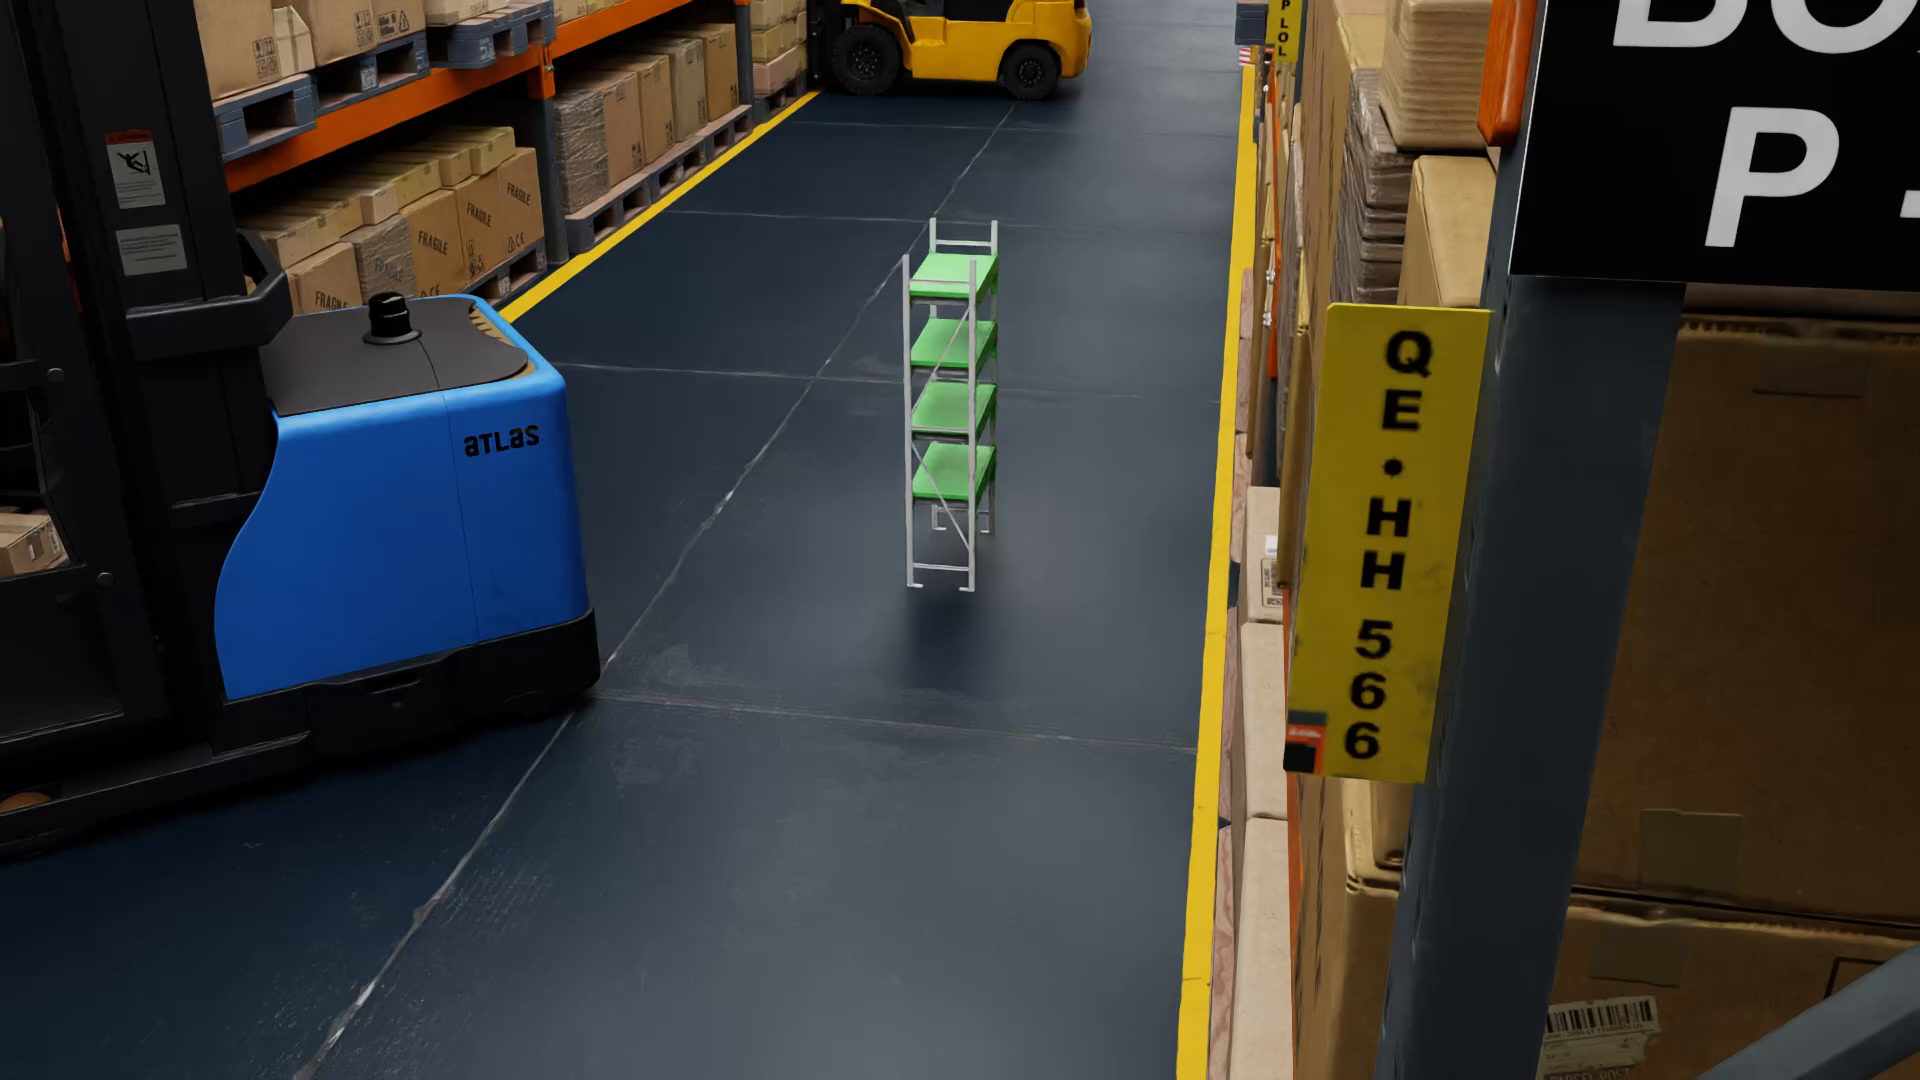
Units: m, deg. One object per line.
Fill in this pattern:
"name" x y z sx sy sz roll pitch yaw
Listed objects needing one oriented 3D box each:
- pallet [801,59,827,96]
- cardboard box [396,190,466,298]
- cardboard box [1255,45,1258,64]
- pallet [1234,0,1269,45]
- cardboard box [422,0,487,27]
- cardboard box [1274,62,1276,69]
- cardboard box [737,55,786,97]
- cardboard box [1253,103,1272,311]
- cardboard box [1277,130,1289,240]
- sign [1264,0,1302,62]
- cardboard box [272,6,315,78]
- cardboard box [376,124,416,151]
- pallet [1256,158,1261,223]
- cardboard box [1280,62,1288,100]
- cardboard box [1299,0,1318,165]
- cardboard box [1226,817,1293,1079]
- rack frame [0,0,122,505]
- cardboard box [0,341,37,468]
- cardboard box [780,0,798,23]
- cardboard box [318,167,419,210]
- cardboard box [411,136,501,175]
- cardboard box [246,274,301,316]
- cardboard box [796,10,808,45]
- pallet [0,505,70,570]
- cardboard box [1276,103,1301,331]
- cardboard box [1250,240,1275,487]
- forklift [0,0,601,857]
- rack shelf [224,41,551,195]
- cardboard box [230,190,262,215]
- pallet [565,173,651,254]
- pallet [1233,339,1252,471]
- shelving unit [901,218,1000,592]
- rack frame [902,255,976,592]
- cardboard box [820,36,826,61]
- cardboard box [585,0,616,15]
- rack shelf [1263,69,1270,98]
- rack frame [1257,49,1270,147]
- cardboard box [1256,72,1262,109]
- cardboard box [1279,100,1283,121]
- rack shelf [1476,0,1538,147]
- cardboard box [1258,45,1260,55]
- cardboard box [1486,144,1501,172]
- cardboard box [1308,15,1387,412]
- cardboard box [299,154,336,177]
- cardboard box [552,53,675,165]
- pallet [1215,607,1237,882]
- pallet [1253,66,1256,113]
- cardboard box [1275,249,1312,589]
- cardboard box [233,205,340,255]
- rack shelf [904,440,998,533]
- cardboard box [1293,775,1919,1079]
"pallet" -1.769 -4.253 15.088 1.003 0.211 1.213 4 25 9
"cardboard box" -2.823 -1.441 8.243 0.500 0.500 0.500 5 26 11
"cardboard box" 2.919 -4.419 14.901 0.500 0.250 0.500 5 26 10
"pallet" 2.118 -2.878 9.087 1.213 0.211 1.003 4 25 9
"cardboard box" -2.644 -2.661 8.077 0.500 0.250 0.500 3 25 6
"cardboard box" 1.779 -2.404 8.025 0.500 0.250 0.500 4 25 8
"cardboard box" -1.731 -3.799 13.576 0.500 0.250 0.500 4 25 9
"cardboard box" 1.912 -1.604 8.150 0.875 0.875 0.875 4 25 8
"cardboard box" 1.278 -1.124 5.289 0.500 0.250 0.500 3 25 7
"sign" 0.916 -1.509 4.663 0.100 0.325 0.005 4 25 9
"cardboard box" -2.839 -2.013 6.675 0.396 0.266 0.258 5 26 11
"cardboard box" -3.184 -2.157 9.008 0.380 0.149 0.250 5 26 11
"pallet" 2.438 -2.232 10.770 1.003 0.211 1.213 4 25 9
"cardboard box" 1.438 -1.773 6.087 0.500 0.250 0.500 5 25 10
"cardboard box" 1.048 -1.092 3.746 0.500 0.500 0.500 4 25 8
"cardboard box" 0.950 0.990 3.123 0.875 0.438 0.875 5 25 10
"rack frame" -3.445 -1.329 5.551 1.000 3.000 0.127 4 25 9
"cardboard box" -3.656 -0.613 6.474 0.500 0.500 0.500 4 25 8
"cardboard box" -1.655 -4.466 13.822 0.500 0.250 0.500 4 25 9
"cardboard box" -2.850 -1.695 8.020 0.380 0.149 0.250 4 25 8
"cardboard box" -2.636 -2.013 8.701 0.380 0.149 0.250 3 25 6
"cardboard box" -3.066 -0.797 6.868 0.500 0.500 0.500 4 25 8
"cardboard box" -1.580 -4.447 14.371 0.500 0.250 0.500 4 25 8
"pallet" -3.558 0.221 5.529 1.003 0.211 1.213 4 25 9
"cardboard box" 1.118 -0.854 4.418 0.500 0.500 0.500 5 26 10
"cardboard box" 1.475 -0.479 5.747 0.875 0.875 0.875 5 26 10
"forklift" -2.658 -0.698 4.285 3.031 2.935 1.130 -13 28 -26
"rack shelf" -3.118 -1.840 7.490 1.077 0.370 4.000 4 25 9
"cardboard box" -3.428 -1.503 7.610 0.380 0.149 0.250 3 25 6
"pallet" -2.618 -2.081 10.446 1.003 0.211 1.213 4 25 9
"pallet" 1.702 -0.563 7.205 1.003 0.211 1.213 4 25 9
"shelving unit" -0.027 -0.474 5.848 0.258 1.200 0.503 4 25 9
"rack frame" -0.067 -0.372 5.630 0.240 1.200 0.015 4 25 9
"cardboard box" -1.493 -4.440 14.944 0.500 0.250 0.500 5 26 10
"cardboard box" -2.390 -3.313 9.966 0.500 0.250 0.500 3 25 7
"rack shelf" 2.434 -3.170 10.333 1.077 0.370 4.000 4 25 9
"rack frame" 2.760 -4.333 11.968 1.000 3.000 0.127 4 25 9
"cardboard box" 2.592 -3.543 13.030 0.500 0.250 0.500 5 26 11
"cardboard box" 1.543 -1.763 6.655 0.500 0.250 0.500 4 25 9
"rack shelf" 1.126 -1.183 2.549 1.077 0.370 4.000 4 25 9
"cardboard box" 2.756 -4.309 13.782 0.500 0.500 0.500 5 26 11
"cardboard box" 0.678 -0.377 1.456 0.380 0.149 0.250 4 25 9
"cardboard box" 0.784 -0.457 2.391 0.500 0.500 0.500 4 25 8
"cardboard box" -3.351 -1.831 8.312 0.380 0.149 0.250 3 25 6
"cardboard box" -2.467 -2.932 11.281 0.875 0.625 0.625 3 25 6
"pallet" 1.251 0.589 4.743 1.003 0.211 1.213 4 25 9
"pallet" 3.032 -3.865 14.257 1.003 0.211 1.213 4 25 9
"cardboard box" 0.860 -0.221 3.065 0.500 0.500 0.500 5 26 10
"cardboard box" -2.972 -1.363 7.311 0.380 0.149 0.250 5 26 10
"rack shelf" -0.027 -0.199 5.977 0.258 0.148 0.480 4 25 9
"cardboard box" 0.617 0.421 1.694 0.500 0.500 0.500 4 25 9
